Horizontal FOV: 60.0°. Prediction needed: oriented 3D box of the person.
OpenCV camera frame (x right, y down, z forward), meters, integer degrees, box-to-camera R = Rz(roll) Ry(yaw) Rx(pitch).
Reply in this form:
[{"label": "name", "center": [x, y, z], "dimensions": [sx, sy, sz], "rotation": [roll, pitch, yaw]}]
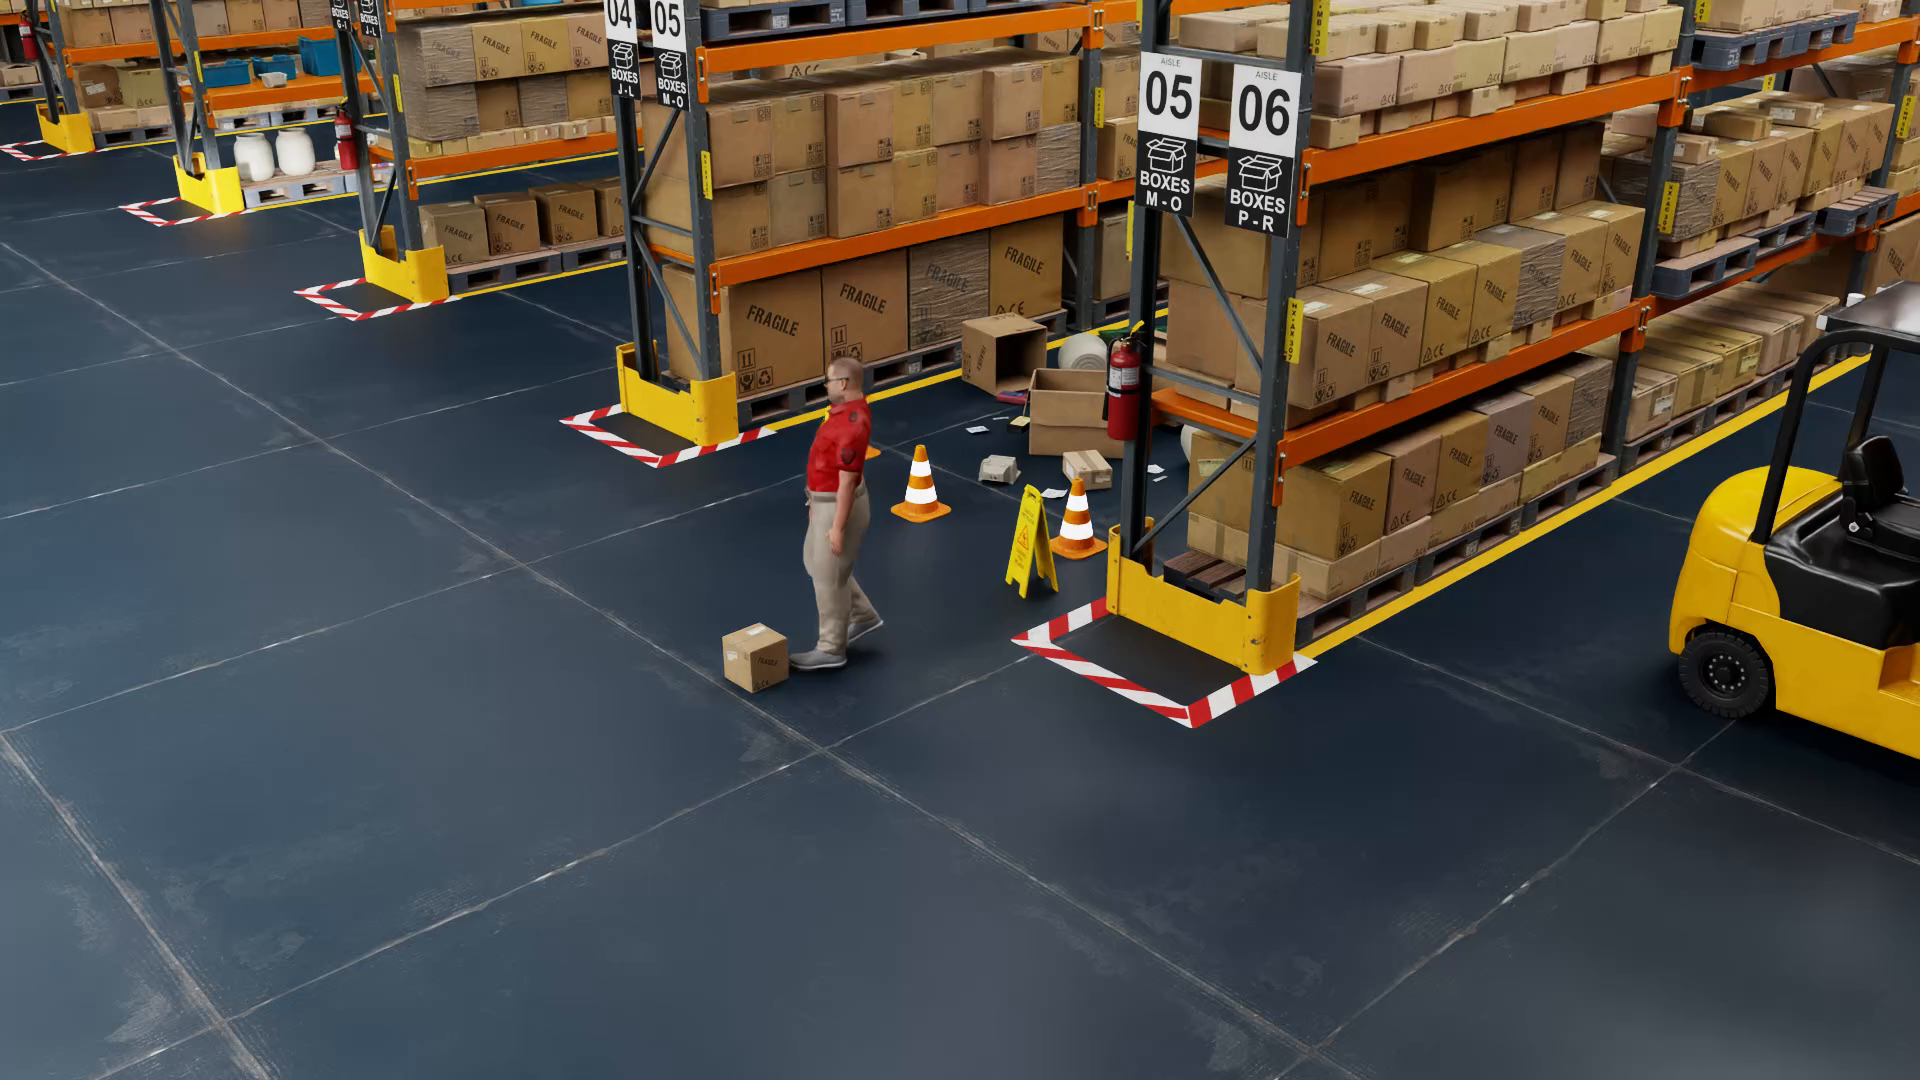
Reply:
[{"label": "person", "center": [-0.691, -0.144, 8.949], "dimensions": [0.538, 1.721, 0.561], "rotation": [-1, 24, -3]}]
